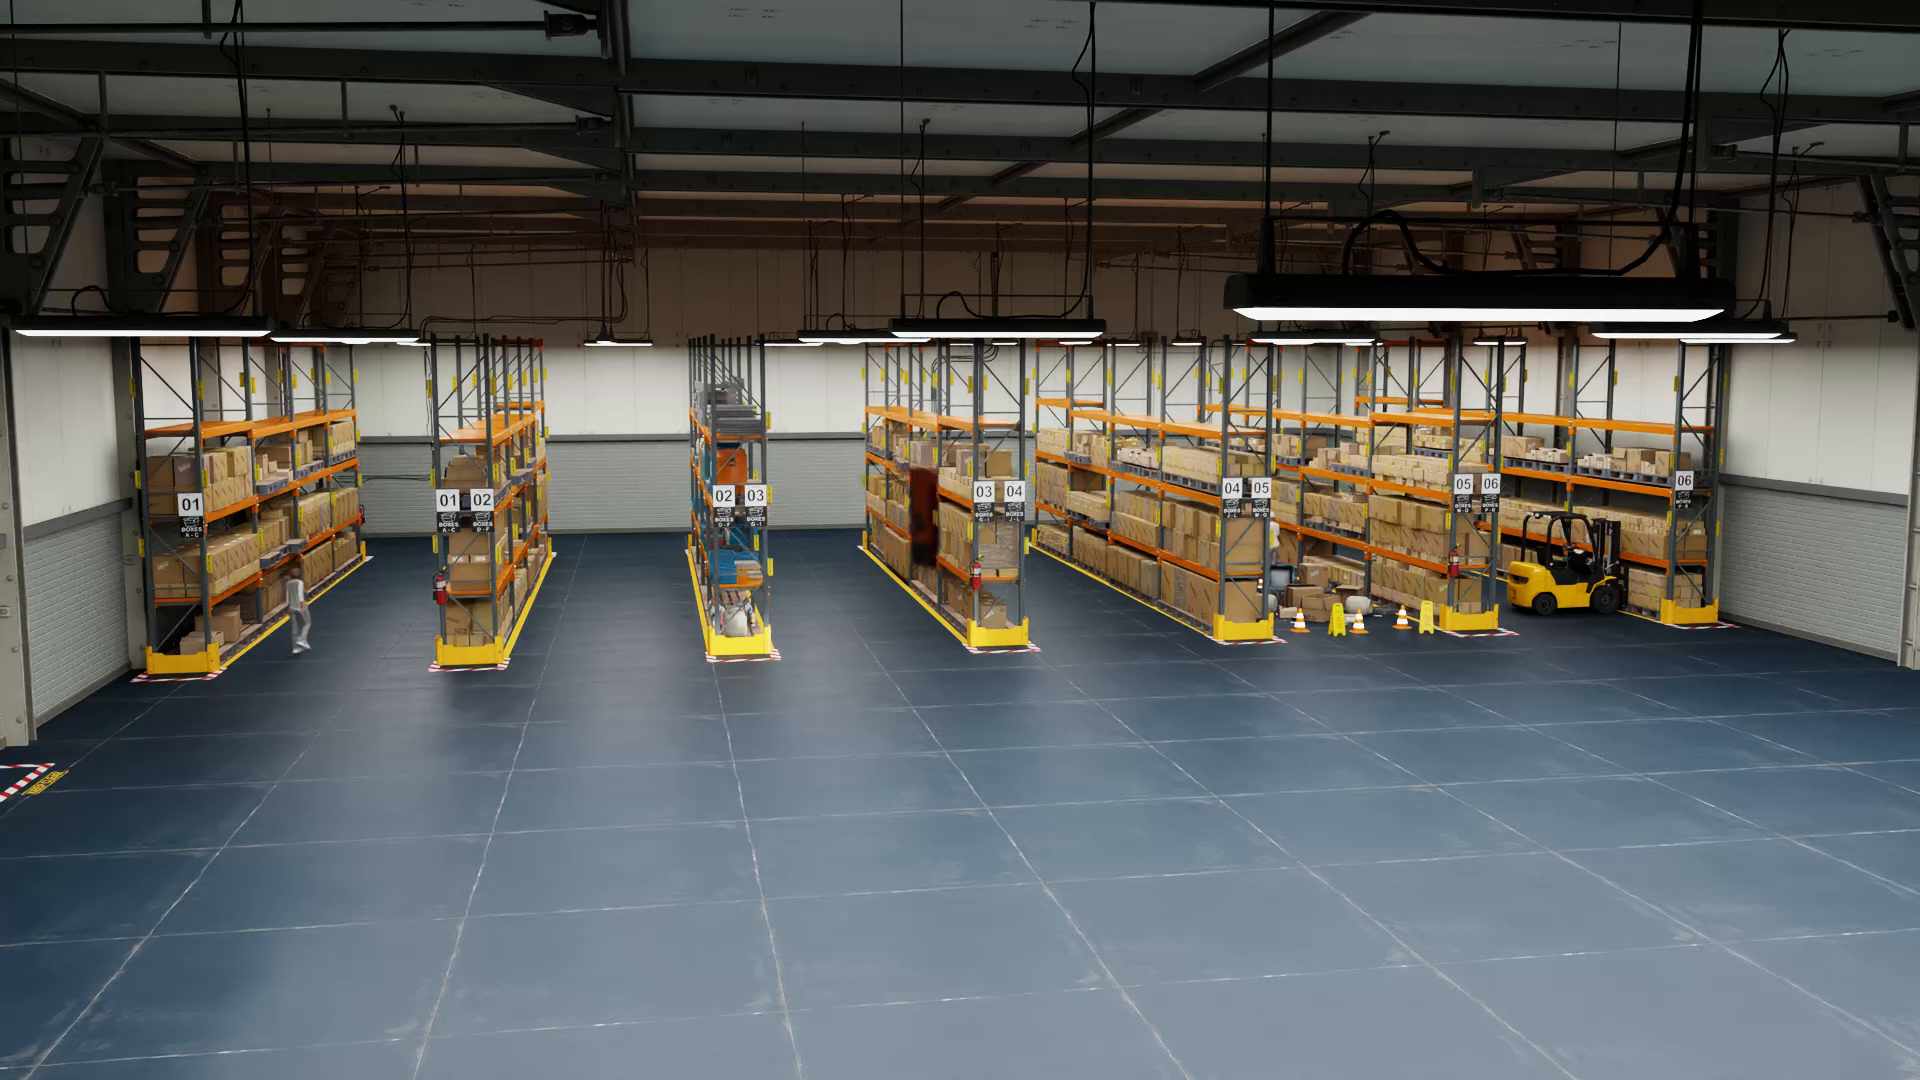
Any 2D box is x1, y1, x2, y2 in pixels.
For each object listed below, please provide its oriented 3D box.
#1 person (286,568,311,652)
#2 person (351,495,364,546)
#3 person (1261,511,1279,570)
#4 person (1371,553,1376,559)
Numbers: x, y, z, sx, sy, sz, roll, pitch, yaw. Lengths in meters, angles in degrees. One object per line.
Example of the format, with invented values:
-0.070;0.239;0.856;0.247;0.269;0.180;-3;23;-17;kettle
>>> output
-12.559;1.322;31.489;0.446;1.582;0.469;0;7;1;person
-16.917;-0.449;46.679;0.408;1.675;0.475;-1;7;-9;person
7.630;0.173;40.748;0.582;1.754;0.512;-4;8;-34;person
11.247;-0.299;45.350;0.465;1.670;0.495;6;9;43;person
